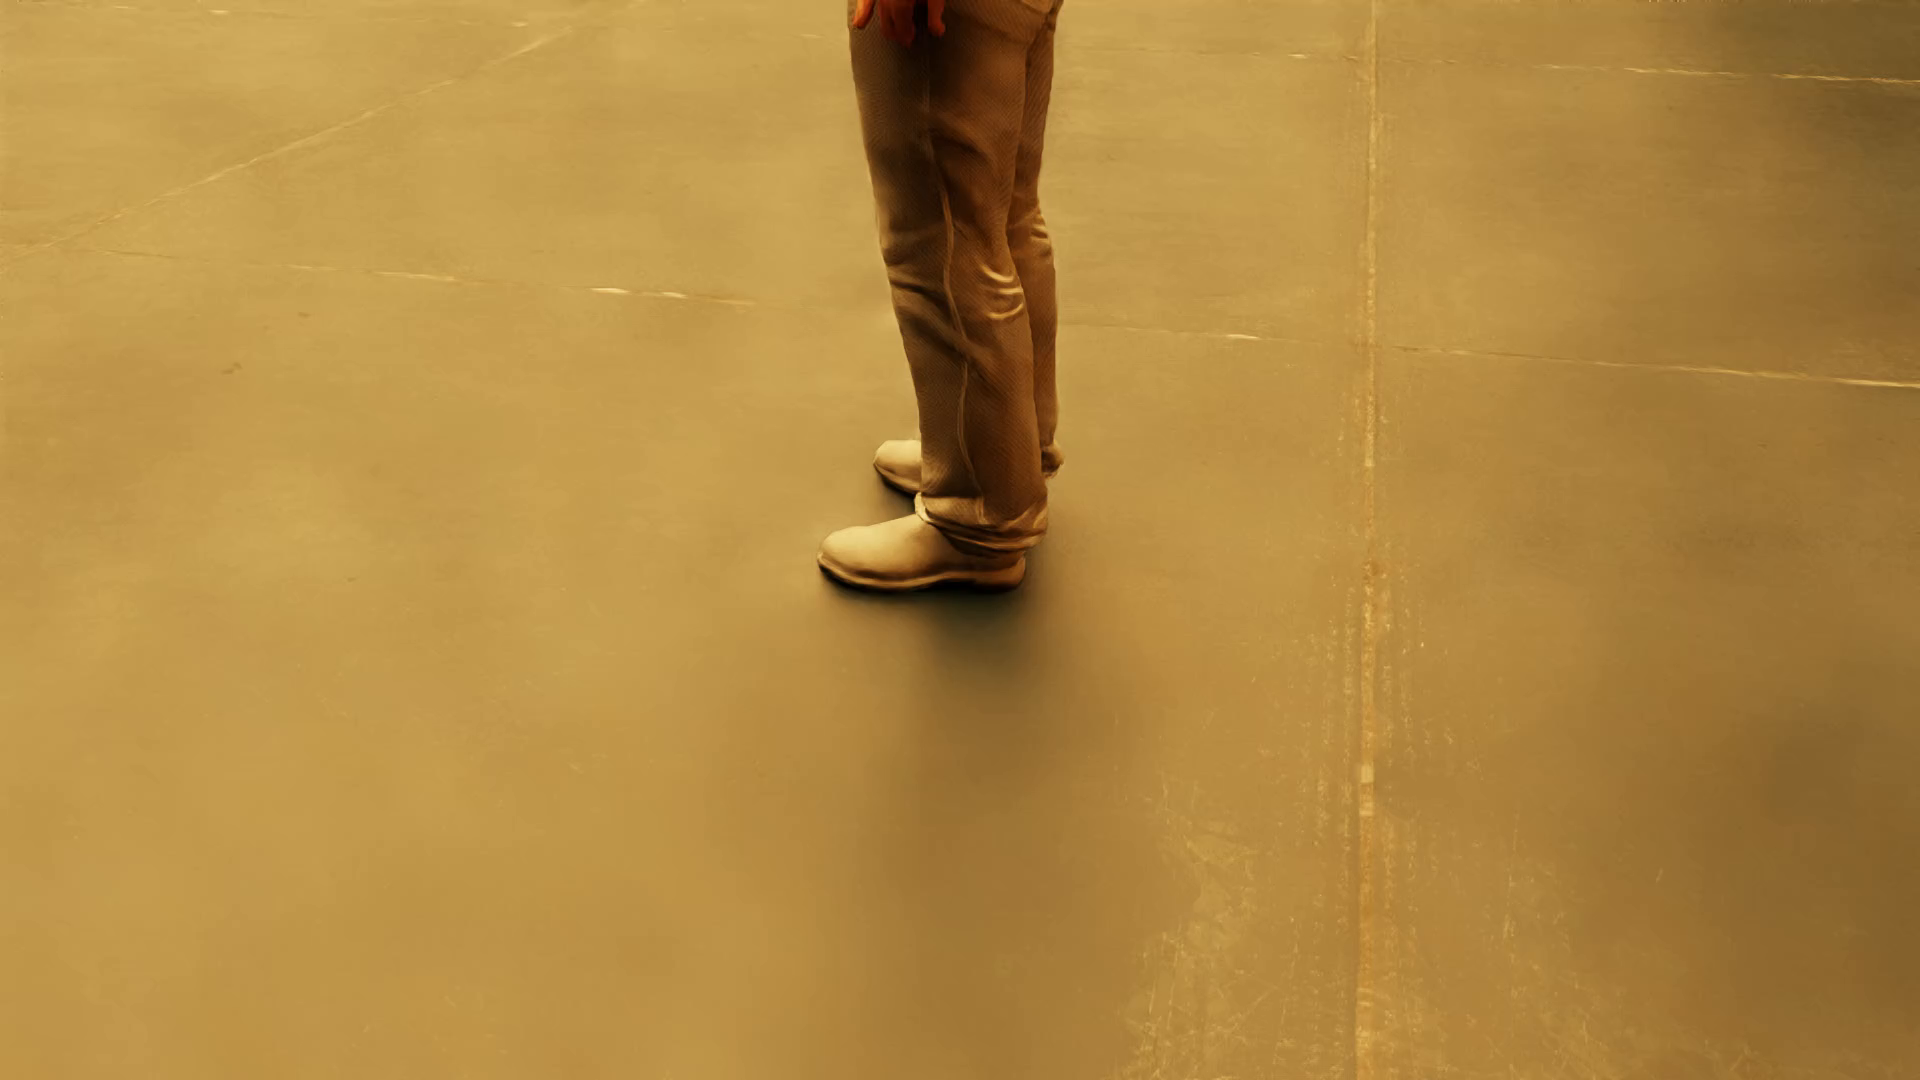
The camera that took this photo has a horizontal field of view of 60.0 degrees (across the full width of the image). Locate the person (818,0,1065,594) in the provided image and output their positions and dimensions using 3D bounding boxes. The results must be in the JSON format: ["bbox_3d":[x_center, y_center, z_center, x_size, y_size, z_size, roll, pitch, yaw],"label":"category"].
[{"bbox_3d":[-0.008,-0.791,2.100,0.356,1.776,0.529,6,27,11],"label":"person"}]
